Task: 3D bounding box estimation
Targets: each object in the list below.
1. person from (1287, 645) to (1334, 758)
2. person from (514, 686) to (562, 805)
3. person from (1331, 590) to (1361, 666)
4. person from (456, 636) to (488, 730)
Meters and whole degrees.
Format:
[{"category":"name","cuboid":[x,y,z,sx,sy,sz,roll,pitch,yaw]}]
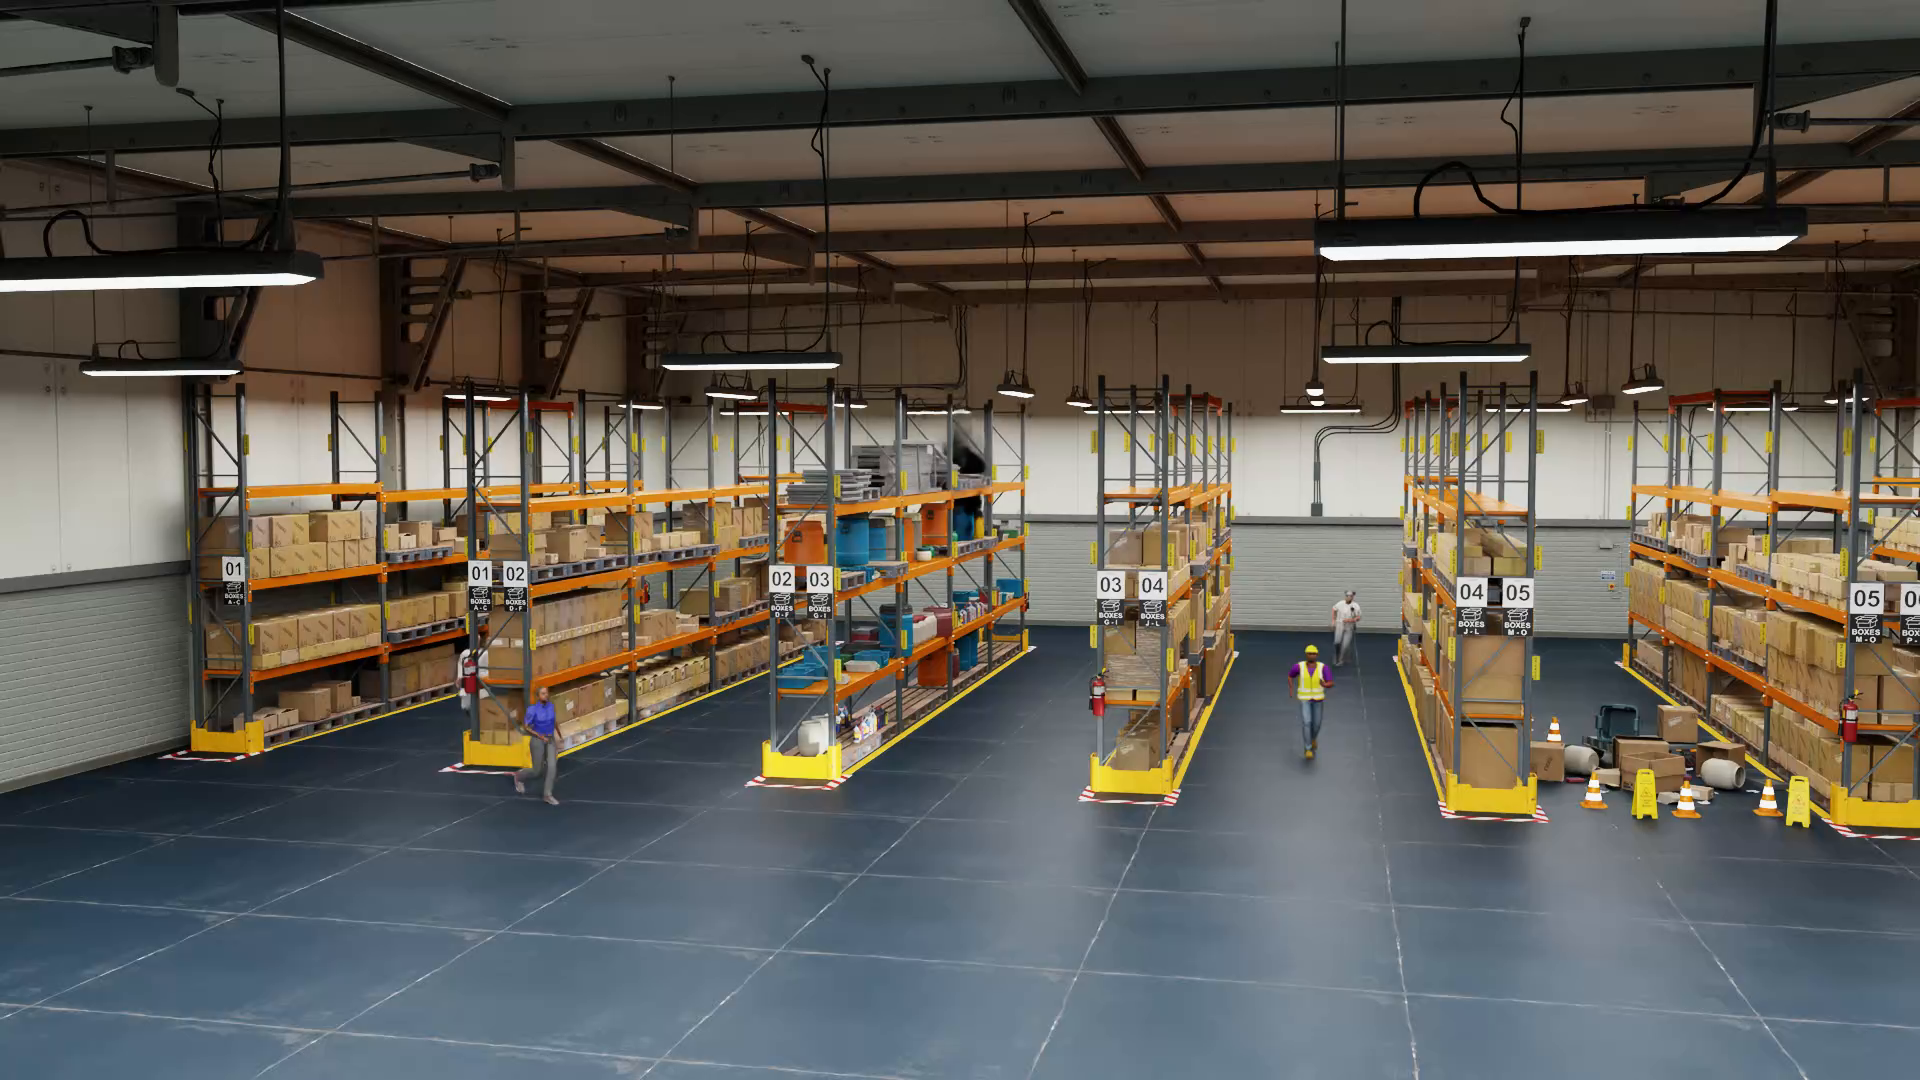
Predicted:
[{"category":"person","cuboid":[5.640,2.565,26.714,0.701,1.748,0.990,0,3,4]},{"category":"person","cuboid":[-5.893,2.865,23.365,0.781,1.651,0.587,3,4,39]},{"category":"person","cuboid":[8.717,1.989,37.557,0.667,1.743,0.600,1,3,14]},{"category":"person","cuboid":[-8.330,2.504,28.512,0.704,1.732,0.628,0,3,2]}]
